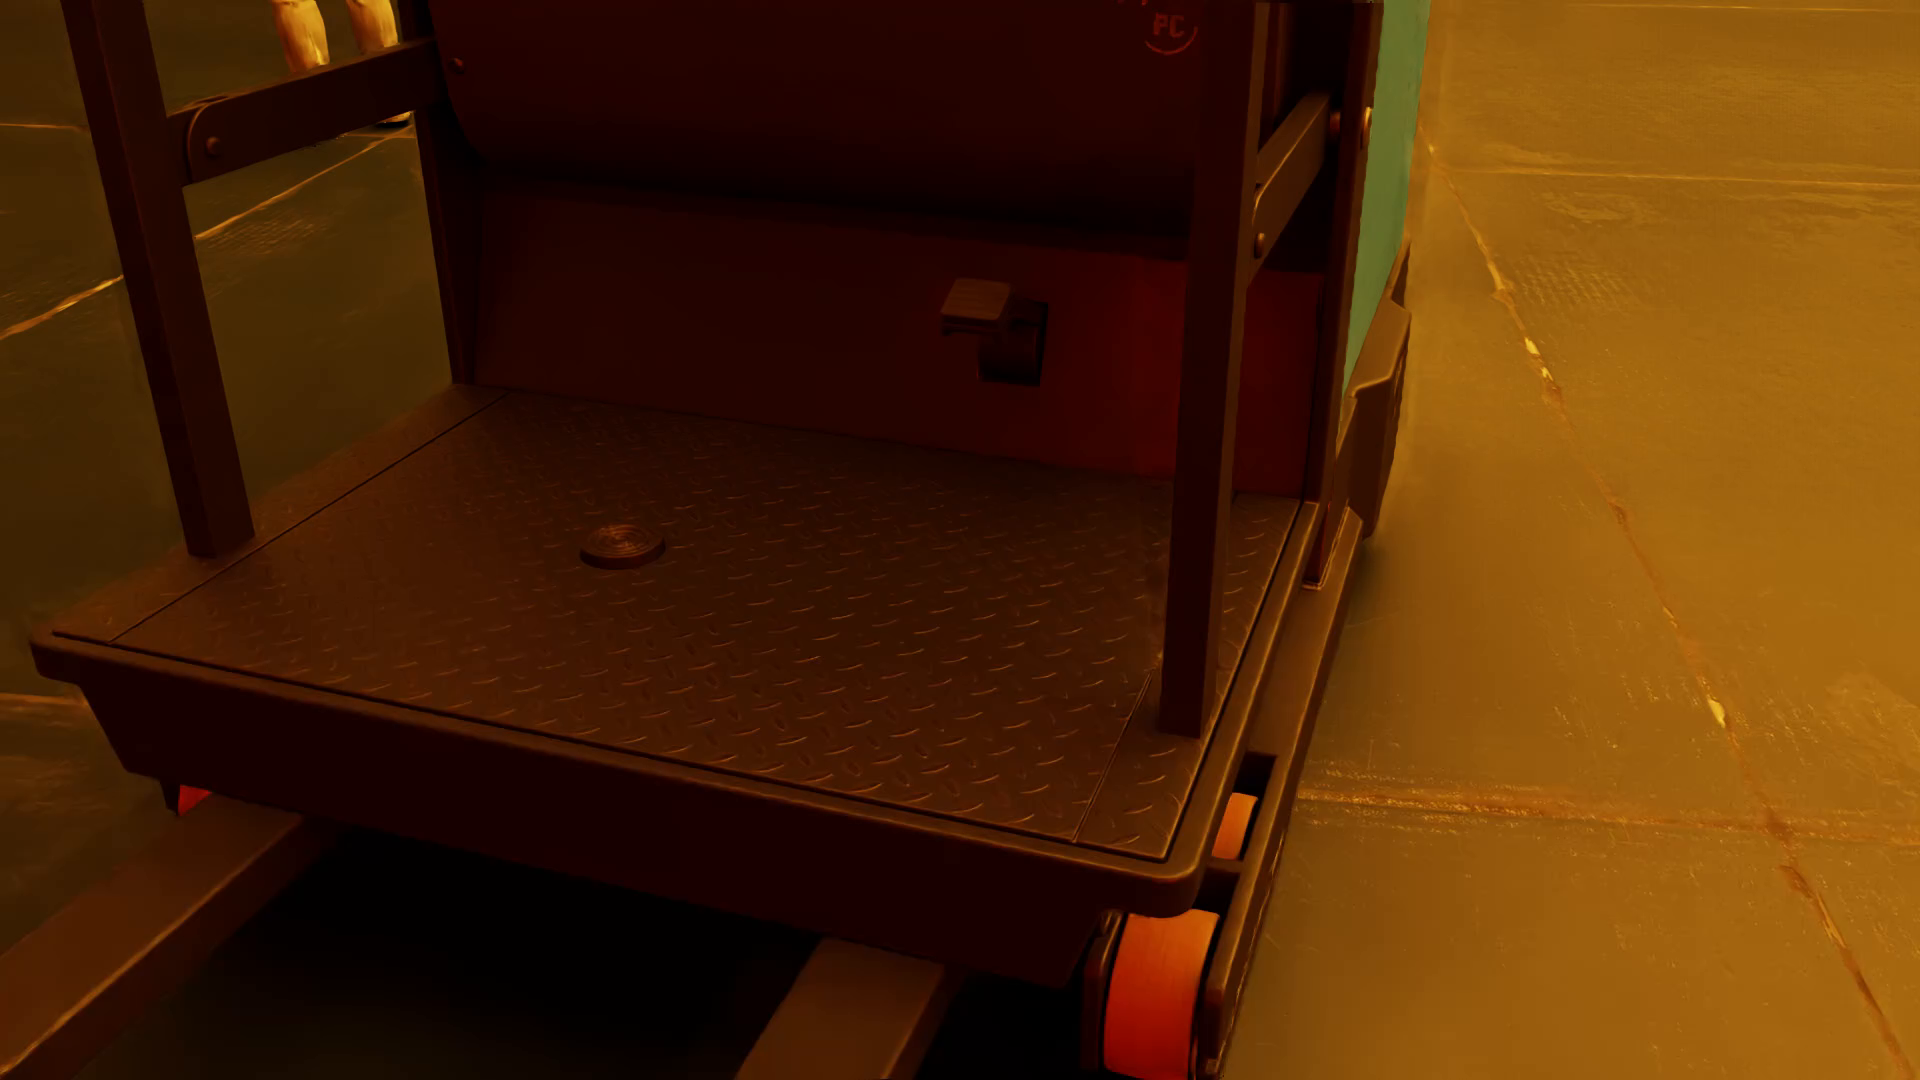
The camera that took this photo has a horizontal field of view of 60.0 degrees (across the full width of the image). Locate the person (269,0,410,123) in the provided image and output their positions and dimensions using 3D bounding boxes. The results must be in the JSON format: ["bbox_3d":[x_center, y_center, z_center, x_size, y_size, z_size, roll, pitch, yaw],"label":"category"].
[{"bbox_3d":[-1.858,-1.958,4.527,0.574,1.704,0.504,-16,31,-29],"label":"person"}]

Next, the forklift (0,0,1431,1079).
[{"bbox_3d":[-0.193,-1.023,1.267,1.130,2.935,3.031,9,28,17],"label":"forklift"}]
